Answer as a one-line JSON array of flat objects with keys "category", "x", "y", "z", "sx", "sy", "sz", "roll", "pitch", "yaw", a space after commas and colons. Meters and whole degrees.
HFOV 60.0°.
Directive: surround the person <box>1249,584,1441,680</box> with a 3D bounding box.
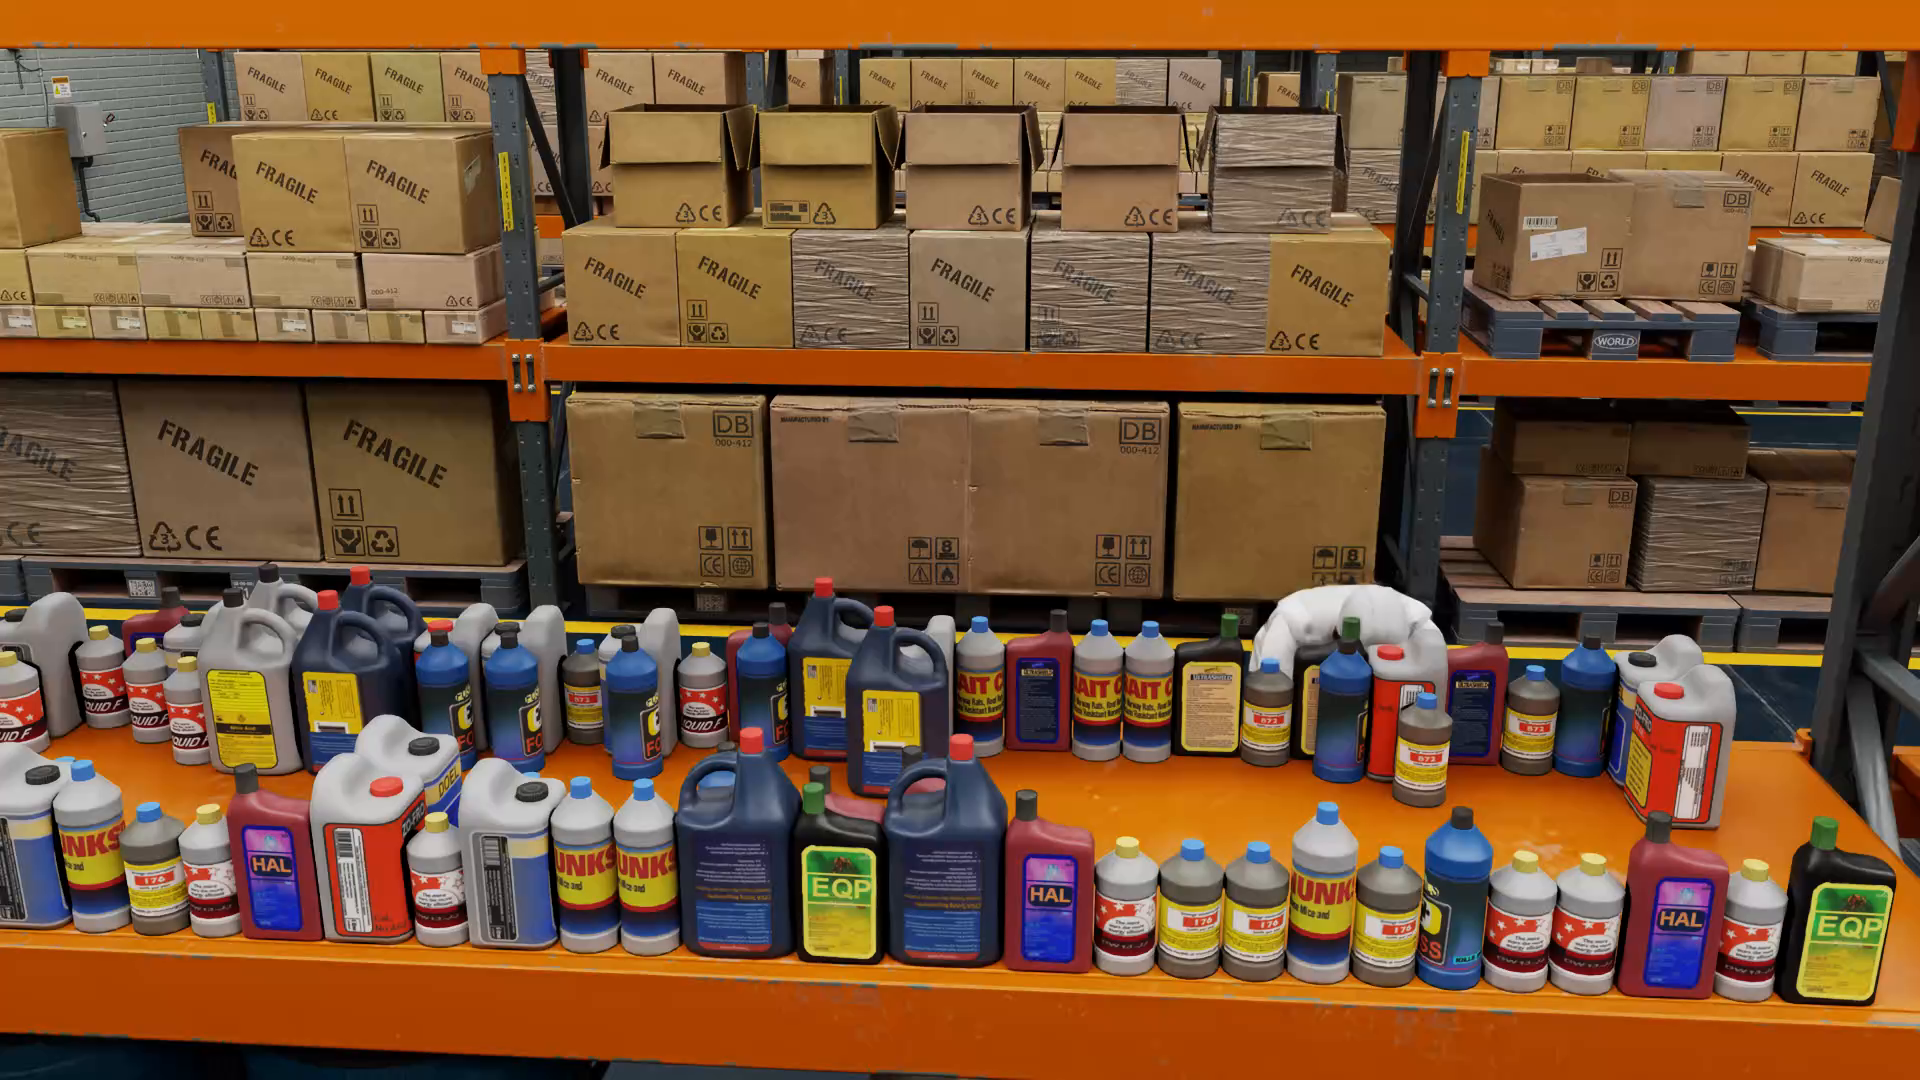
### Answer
[{"category": "person", "x": 1.231, "y": 0.558, "z": 5.369, "sx": 0.602, "sy": 1.087, "sz": 0.874, "roll": 1, "pitch": 17, "yaw": 4}]
